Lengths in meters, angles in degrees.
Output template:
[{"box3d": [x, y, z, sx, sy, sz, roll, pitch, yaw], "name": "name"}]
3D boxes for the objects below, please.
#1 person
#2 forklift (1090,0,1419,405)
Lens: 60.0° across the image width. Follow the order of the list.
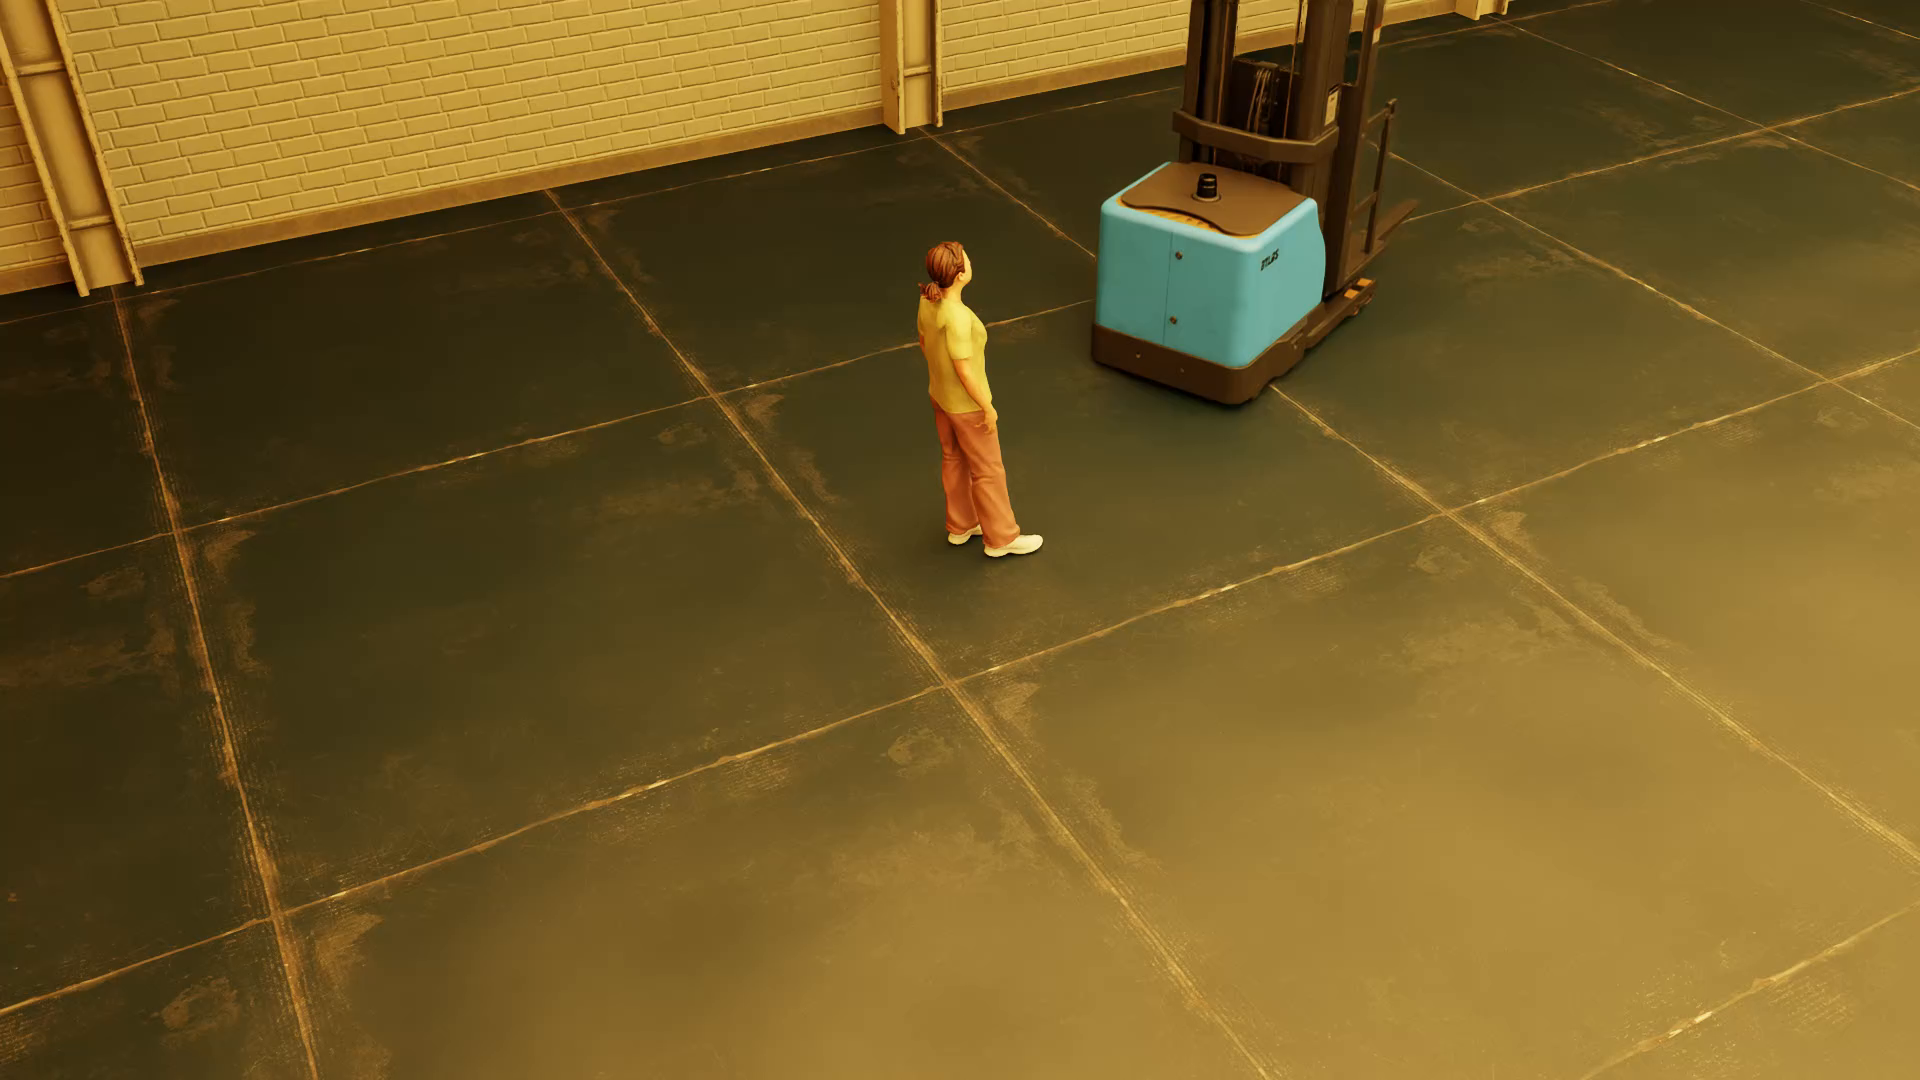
[{"box3d": [0.071, -0.704, 8.195, 0.548, 1.673, 0.554, -17, 39, -23], "name": "person"}, {"box3d": [2.059, -2.786, 10.065, 1.130, 2.935, 3.031, 22, 41, 28], "name": "forklift"}]
